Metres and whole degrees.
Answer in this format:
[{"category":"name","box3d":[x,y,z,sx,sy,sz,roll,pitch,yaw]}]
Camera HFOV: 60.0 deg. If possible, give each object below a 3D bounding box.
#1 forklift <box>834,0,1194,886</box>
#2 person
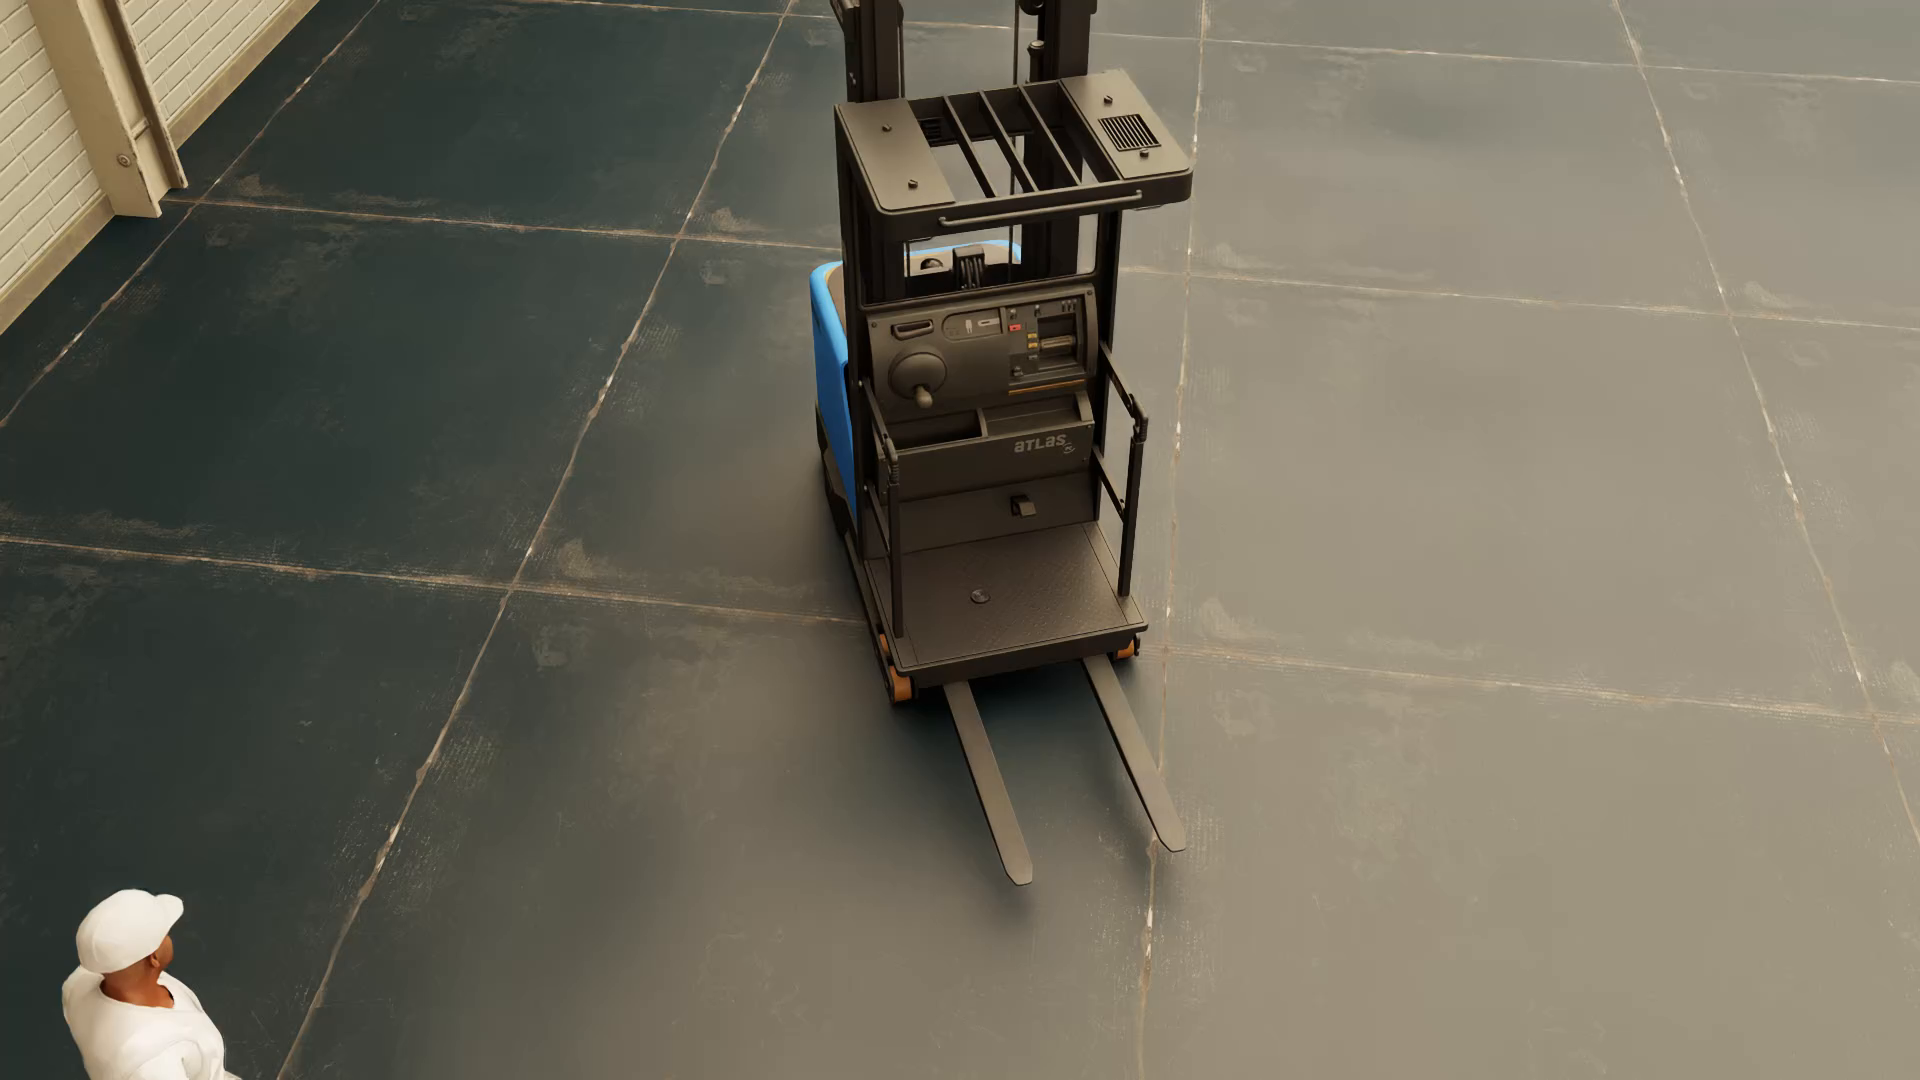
[{"category":"forklift","box3d":[0.149,-0.680,6.465,1.121,2.935,3.031,-10,44,-11]},{"category":"person","box3d":[-2.220,1.645,4.832,0.457,1.731,0.890,-34,52,-31]}]
